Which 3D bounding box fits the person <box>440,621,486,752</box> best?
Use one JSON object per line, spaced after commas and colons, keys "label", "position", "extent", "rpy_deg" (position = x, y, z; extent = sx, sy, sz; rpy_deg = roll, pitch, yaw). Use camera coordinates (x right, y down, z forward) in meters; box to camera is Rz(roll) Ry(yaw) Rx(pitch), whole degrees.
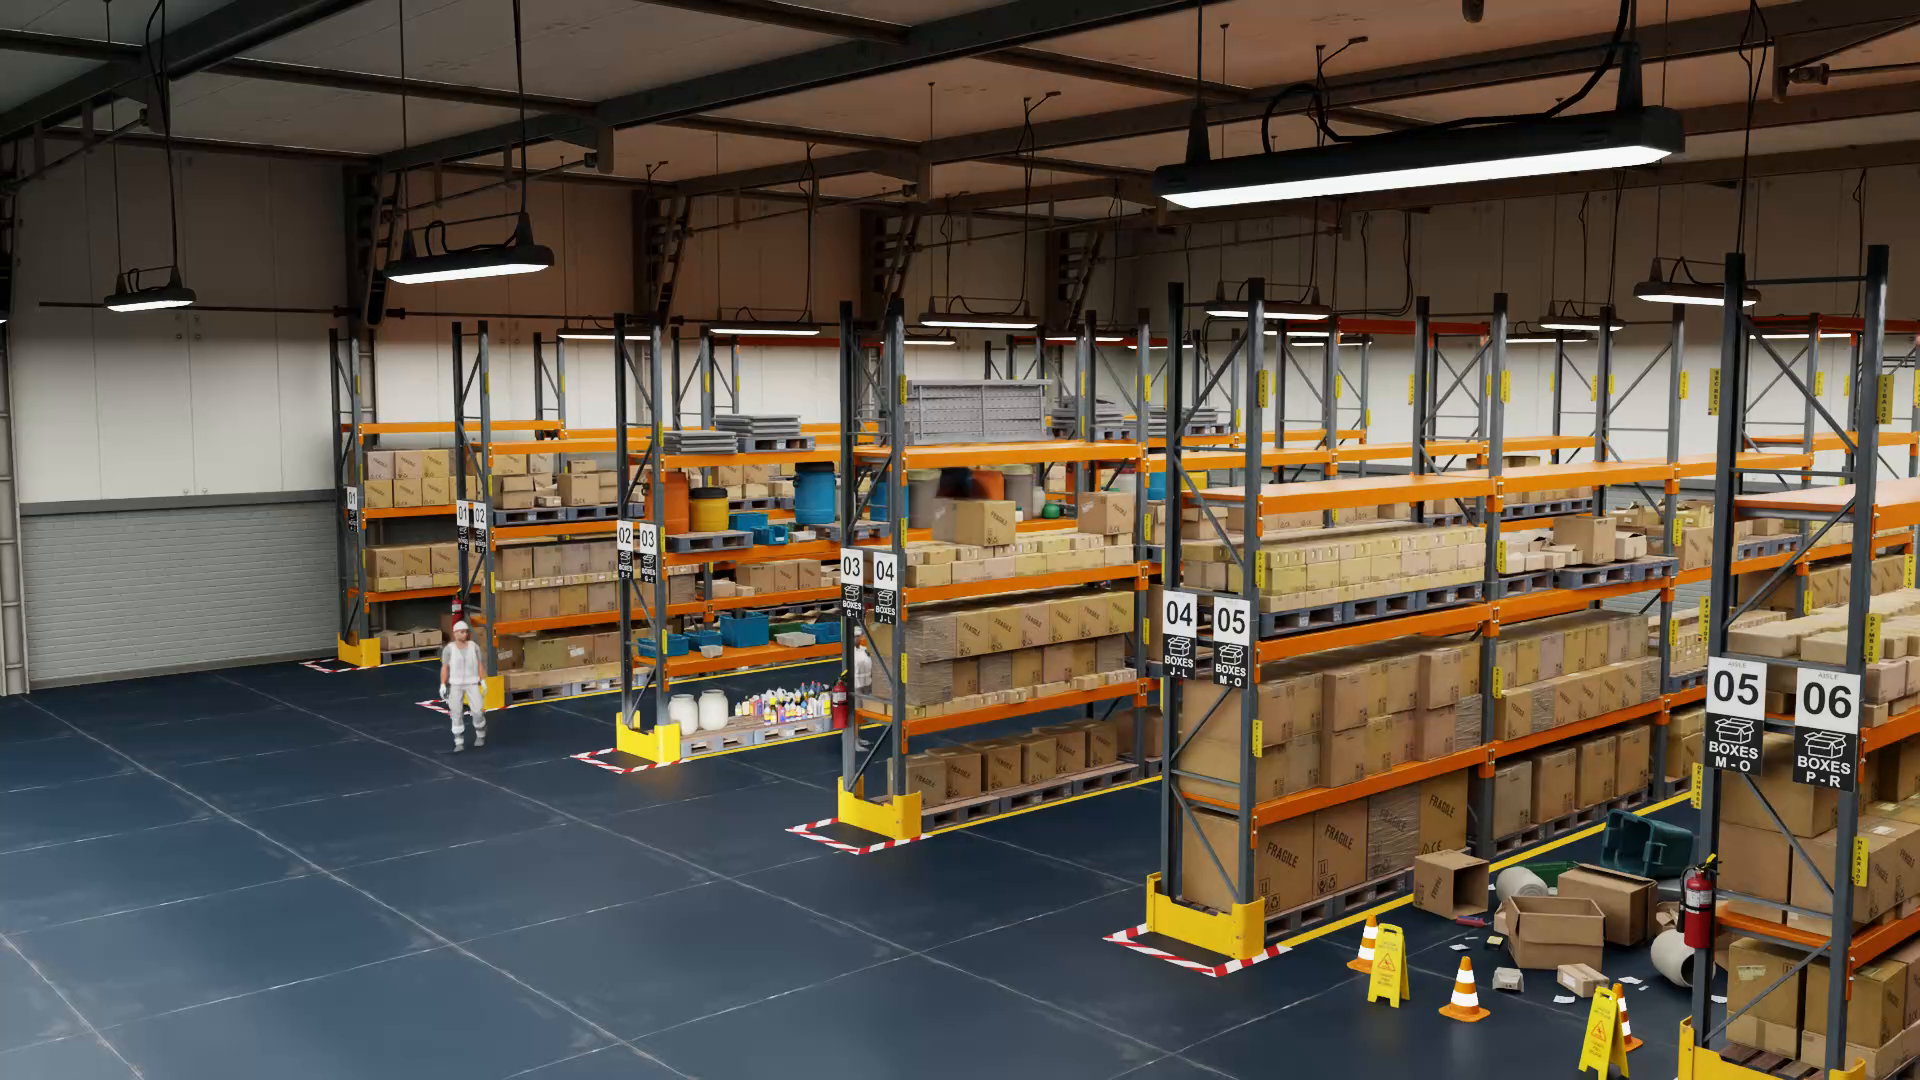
{"label": "person", "position": [-6.868, 2.011, 22.991], "extent": [0.618, 1.792, 0.513], "rpy_deg": [-1, 6, -14]}

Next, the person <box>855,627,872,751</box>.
{"label": "person", "position": [-1.420, 2.052, 23.089], "extent": [0.431, 1.712, 0.490], "rpy_deg": [4, 7, 34]}
